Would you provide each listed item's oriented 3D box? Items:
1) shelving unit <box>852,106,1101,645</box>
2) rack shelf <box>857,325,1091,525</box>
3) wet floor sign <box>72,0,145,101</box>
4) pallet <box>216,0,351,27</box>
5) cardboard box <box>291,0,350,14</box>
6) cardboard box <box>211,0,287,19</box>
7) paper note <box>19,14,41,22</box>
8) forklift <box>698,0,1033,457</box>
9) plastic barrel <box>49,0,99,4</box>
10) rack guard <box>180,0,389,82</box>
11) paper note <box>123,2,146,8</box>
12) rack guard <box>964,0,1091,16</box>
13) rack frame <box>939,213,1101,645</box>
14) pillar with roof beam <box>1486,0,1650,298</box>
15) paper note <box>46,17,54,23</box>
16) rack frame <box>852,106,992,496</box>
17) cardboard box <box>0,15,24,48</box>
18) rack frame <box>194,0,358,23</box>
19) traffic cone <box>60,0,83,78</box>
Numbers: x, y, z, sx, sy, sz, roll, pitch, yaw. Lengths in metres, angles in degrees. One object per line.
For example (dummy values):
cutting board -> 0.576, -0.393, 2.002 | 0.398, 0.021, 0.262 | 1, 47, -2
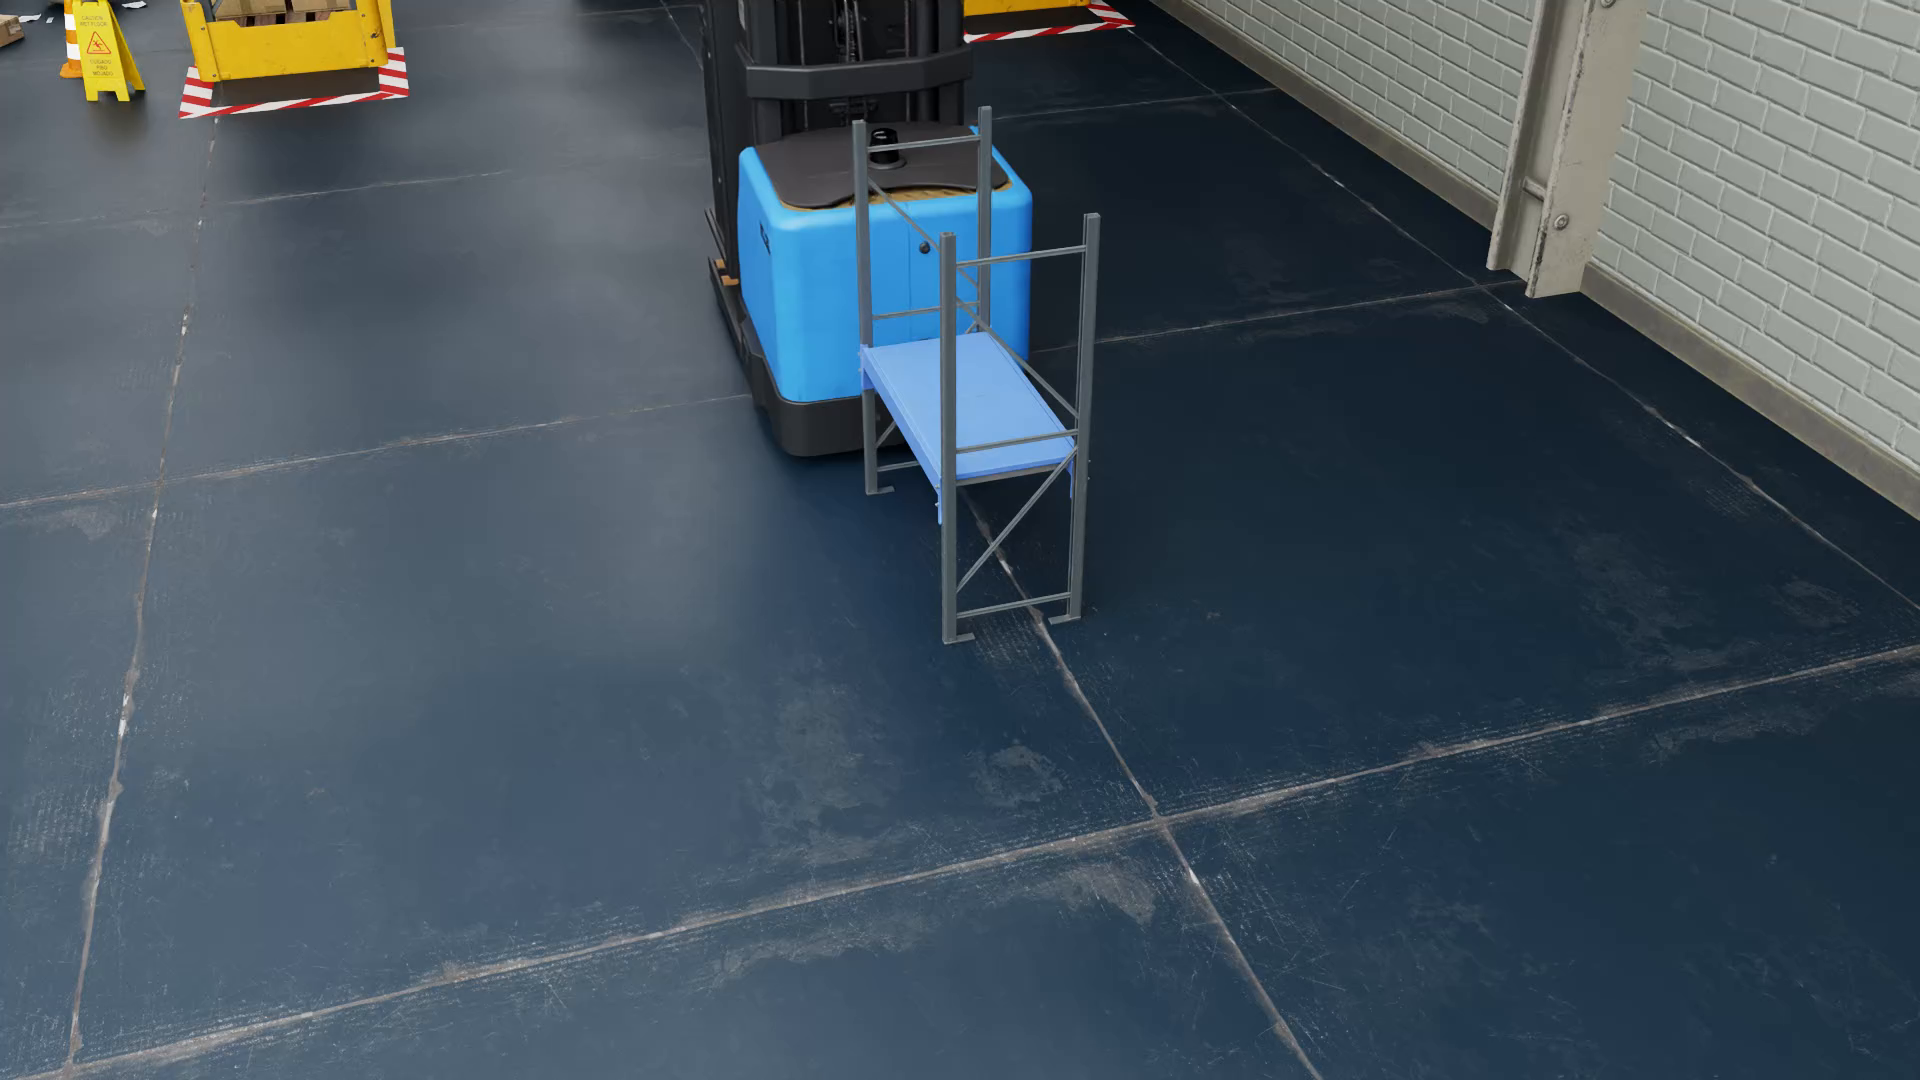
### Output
shelving unit -> 0.026, -0.581, 5.769 | 0.538, 1.500, 1.048 | -10, 35, -15
rack shelf -> 0.026, -0.431, 5.868 | 0.538, 0.185, 1.000 | -10, 35, -15
wet floor sign -> -5.326, -3.080, 10.326 | 0.267, 0.644, 0.232 | 1, 33, 2
pallet -> -4.603, -3.651, 11.584 | 1.003, 0.211, 1.213 | -10, 35, -15
cardboard box -> -4.348, -3.840, 11.453 | 0.500, 0.250, 0.500 | -10, 35, -15
cardboard box -> -4.875, -3.762, 11.335 | 0.500, 0.250, 0.500 | -10, 35, -15
paper note -> -6.666, -3.731, 11.879 | 0.148, 0.019, 0.142 | 1, 33, 2
forklift -> -0.587, -2.362, 7.165 | 1.130, 2.935, 3.031 | -9, 34, -13
plastic barrel -> -6.437, -4.097, 12.066 | 0.512, 0.421, 0.421 | 13, 36, 18
rack guard -> -4.389, -3.339, 10.849 | 1.175, 0.500, 0.348 | -10, 35, -15
paper note -> -6.029, -3.915, 12.148 | 0.142, 0.019, 0.148 | -23, 40, -31
rack guard -> 0.368, -4.123, 12.036 | 1.175, 0.500, 0.348 | -10, 35, -15
rack frame -> 0.181, -0.314, 5.365 | 0.500, 1.500, 0.032 | -10, 35, -15
pillar with roof beam -> -1.263, -4.324, 4.632 | 9.100, 9.000, 0.400 | -10, 35, -15
paper note -> -6.484, -3.705, 11.847 | 0.032, 0.001, 0.123 | -10, 35, -15
rack frame -> -0.129, -0.848, 6.173 | 0.500, 1.500, 0.032 | -10, 35, -15
cardboard box -> -6.689, -3.501, 11.413 | 0.380, 0.149, 0.250 | 7, 34, 10
rack frame -> -4.365, -4.342, 10.100 | 1.000, 3.000, 0.127 | -10, 35, -15
traffic cone -> -5.725, -3.292, 10.813 | 0.336, 0.463, 0.334 | -10, 35, -15
